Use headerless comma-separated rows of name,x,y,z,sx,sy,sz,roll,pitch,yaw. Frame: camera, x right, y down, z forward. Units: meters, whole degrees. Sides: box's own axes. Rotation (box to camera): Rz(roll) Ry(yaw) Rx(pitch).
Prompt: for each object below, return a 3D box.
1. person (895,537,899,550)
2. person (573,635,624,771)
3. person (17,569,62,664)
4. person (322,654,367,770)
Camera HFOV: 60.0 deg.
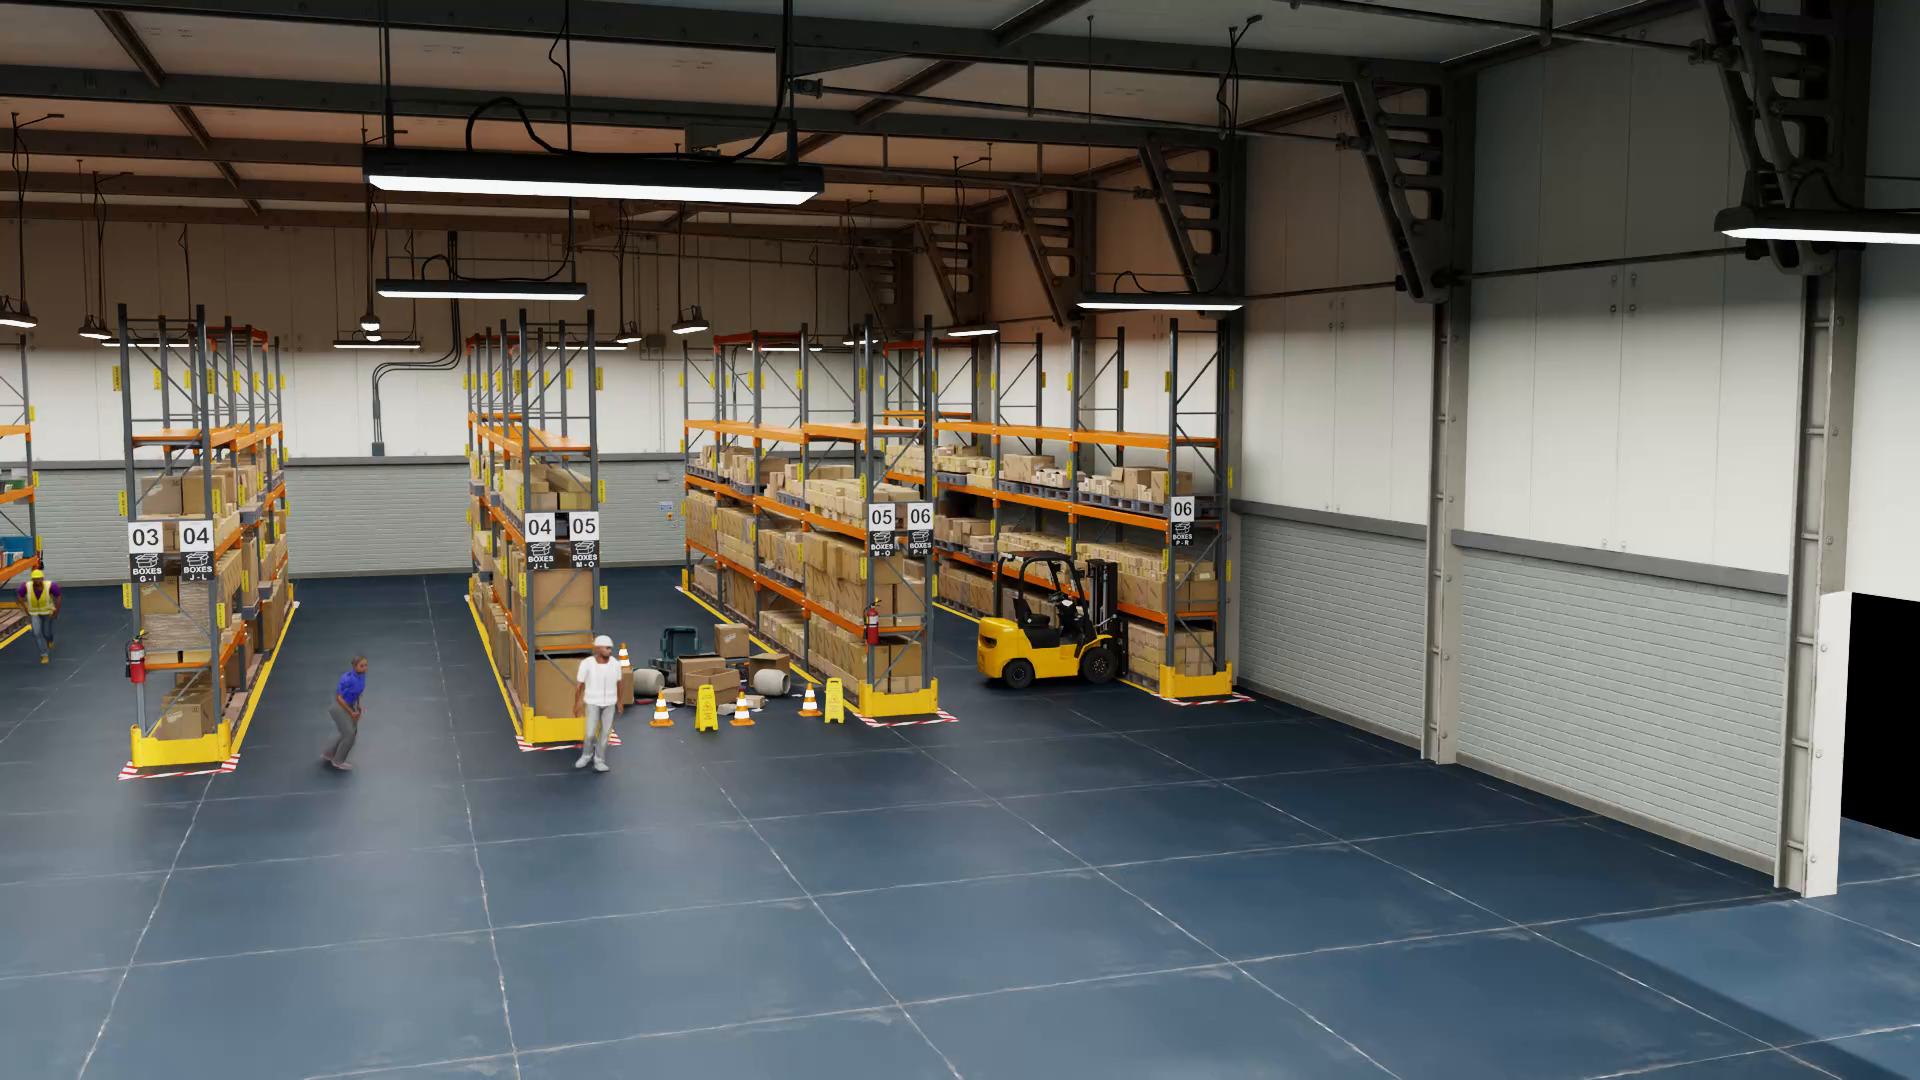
person,-1.606,0.525,34.863,0.717,1.820,0.992,-3,6,-29
person,-4.637,2.092,21.342,0.634,1.757,0.446,-4,6,-33
person,-16.522,1.349,29.902,0.700,1.706,0.955,-2,6,-16
person,-7.969,2.211,21.510,0.793,1.532,0.585,1,5,8
